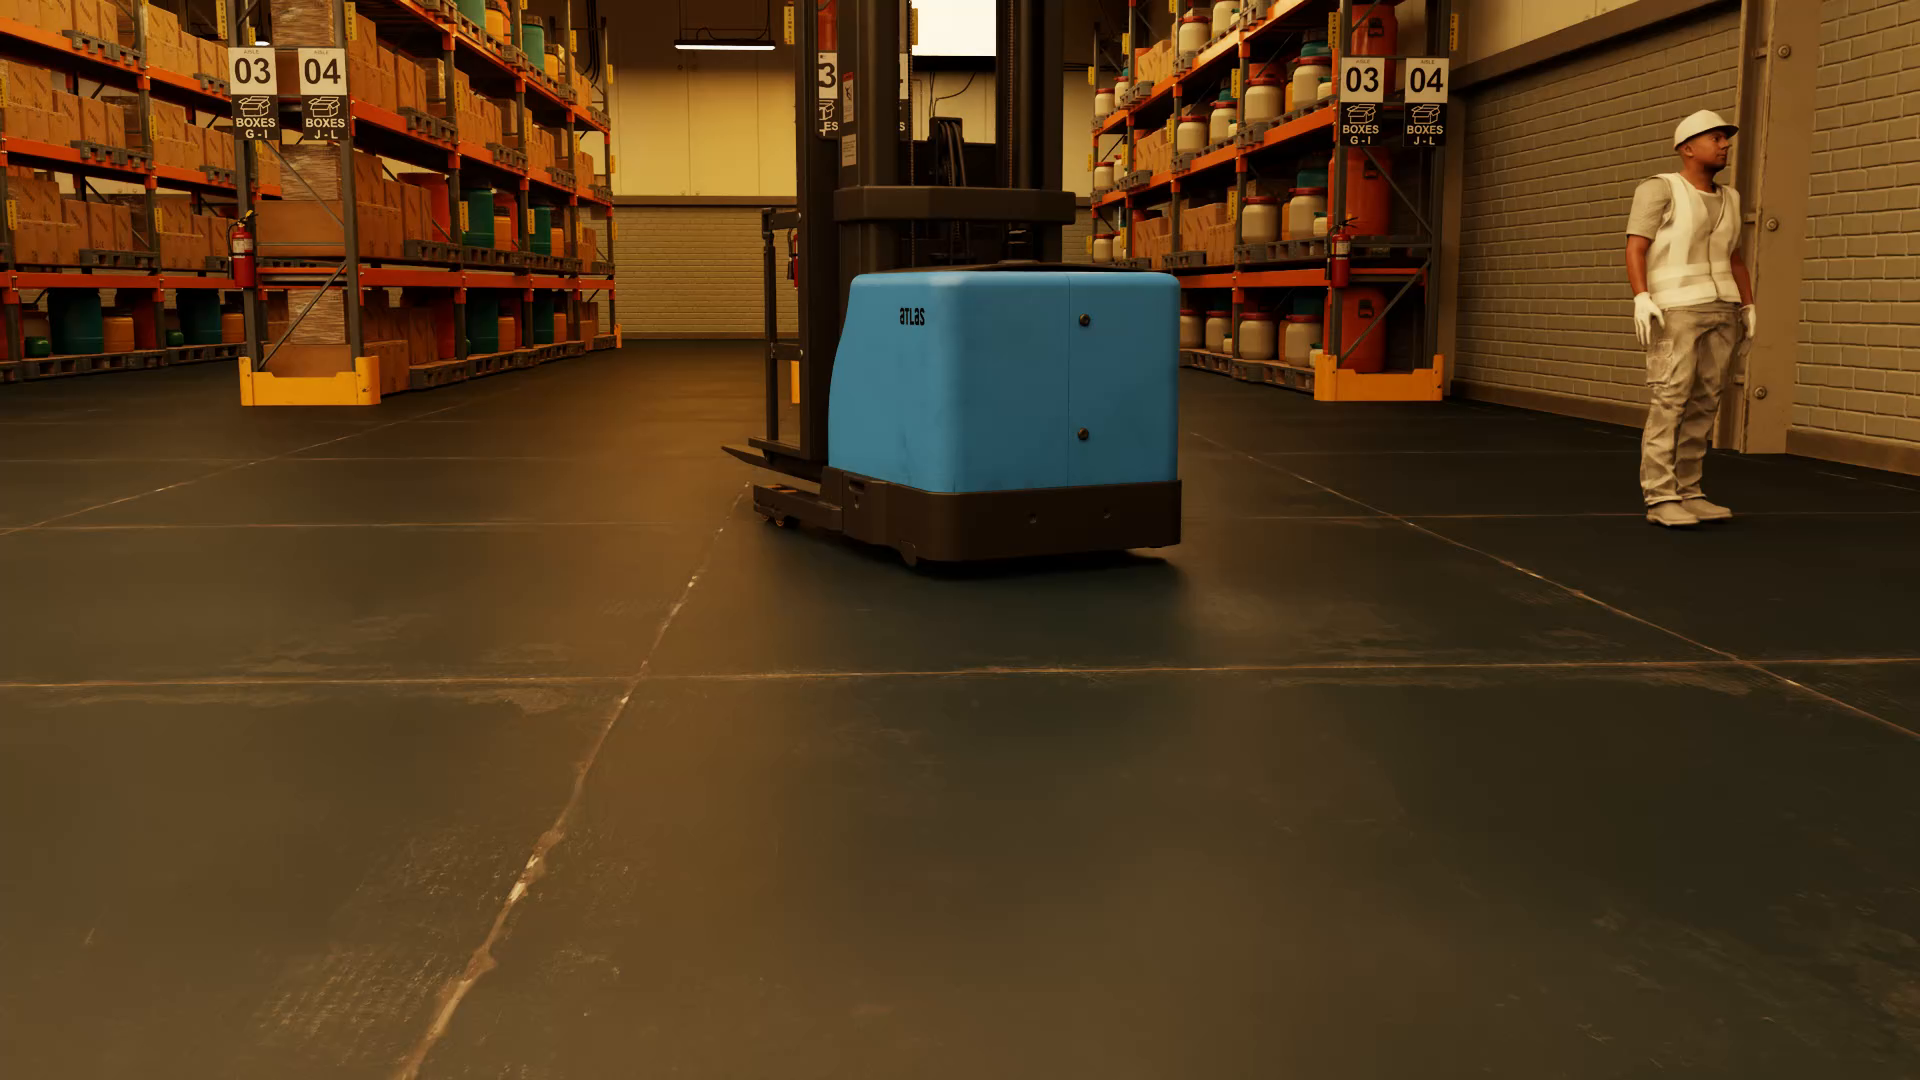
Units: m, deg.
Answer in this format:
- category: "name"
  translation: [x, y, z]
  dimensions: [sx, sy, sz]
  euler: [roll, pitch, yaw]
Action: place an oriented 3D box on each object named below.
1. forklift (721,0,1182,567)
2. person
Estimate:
- category: "forklift"
  translation: [-0.264, -1.530, 7.137]
  dimensions: [1.130, 2.935, 3.031]
  euler: [-4, 9, -25]
- category: "person"
  translation: [3.244, -0.973, 7.249]
  dimensions: [0.659, 1.783, 0.578]
  euler: [-3, 9, -21]
